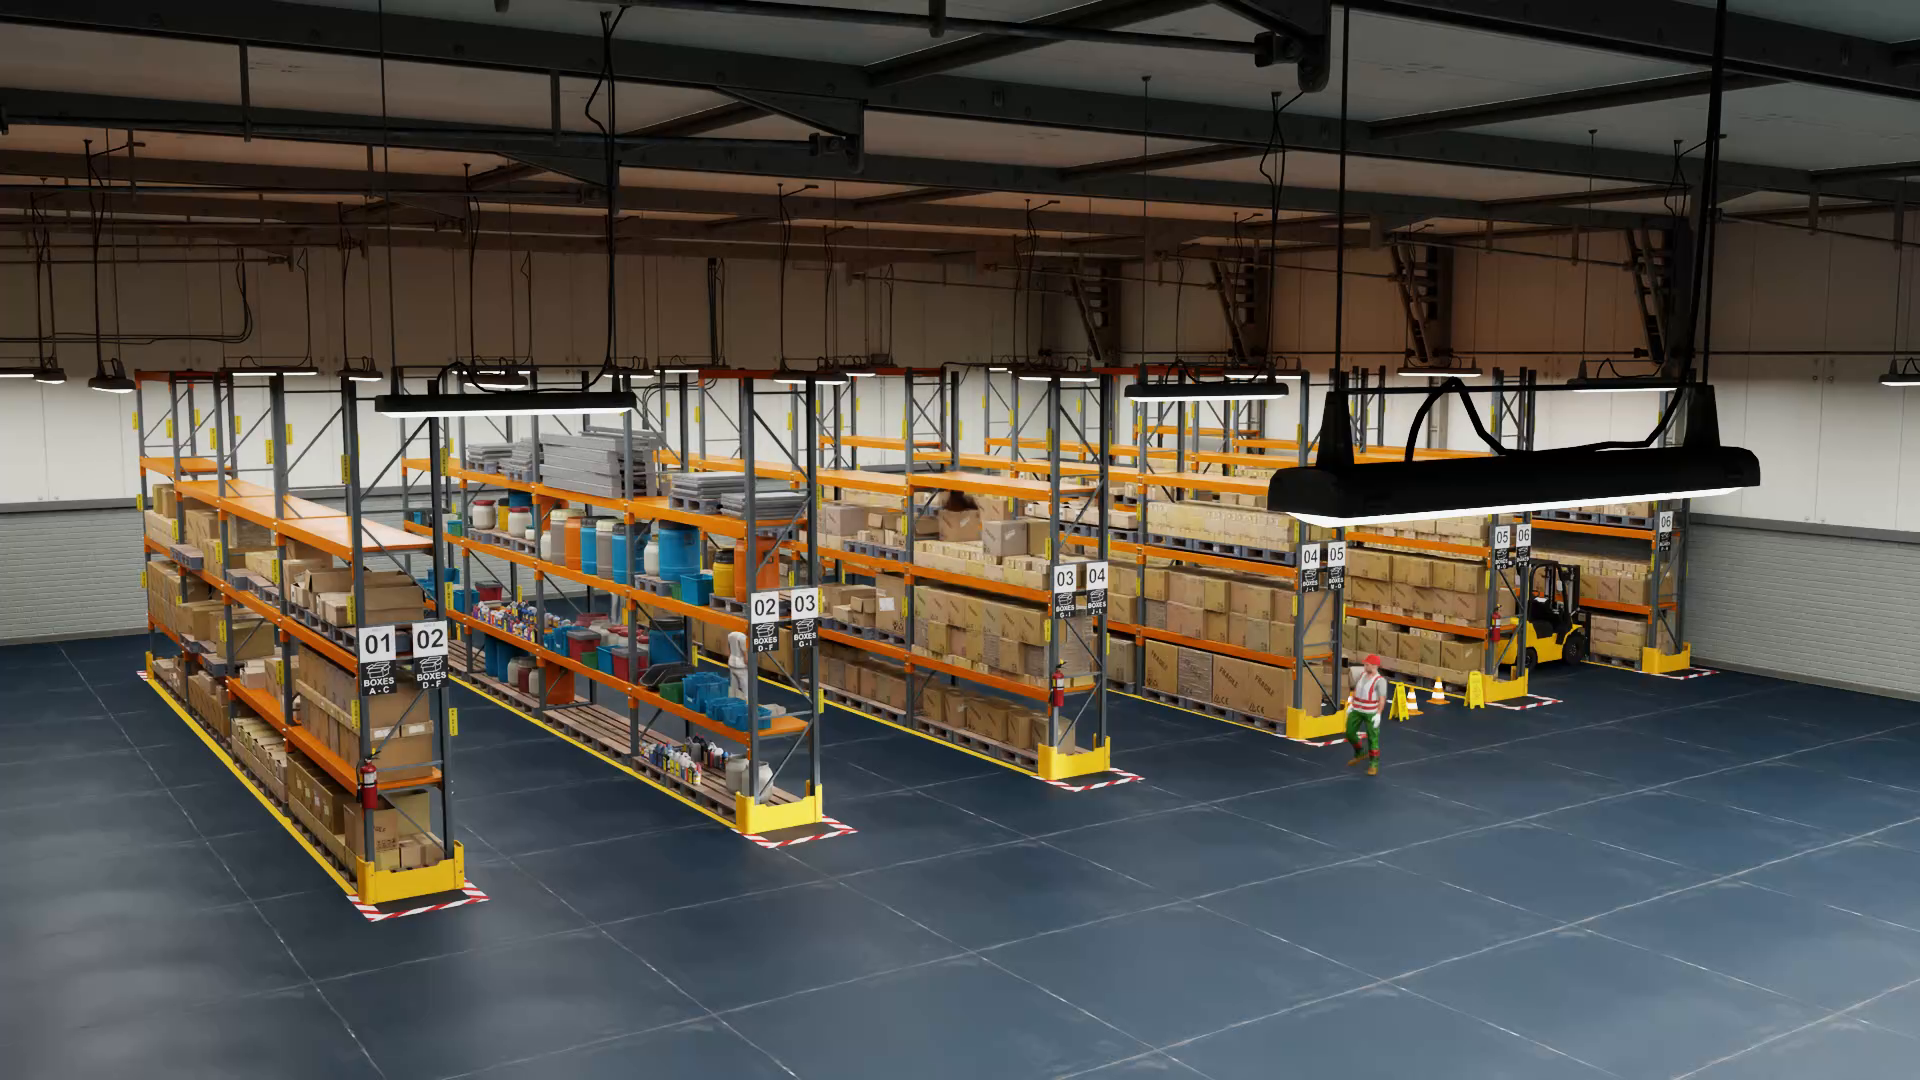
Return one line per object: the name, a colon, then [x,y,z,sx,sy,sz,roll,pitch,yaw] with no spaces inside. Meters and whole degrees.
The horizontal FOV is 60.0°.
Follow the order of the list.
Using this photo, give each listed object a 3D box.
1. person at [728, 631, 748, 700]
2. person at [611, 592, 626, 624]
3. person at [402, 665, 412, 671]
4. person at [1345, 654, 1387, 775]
person: [-3.752,2.204,28.635,0.399,1.791,0.619,-5,8,-40]
person: [-7.974,1.146,38.816,0.509,1.712,0.535,-3,7,-26]
person: [-9.308,2.389,27.707,0.424,1.625,0.840,-5,8,-37]
person: [6.117,2.603,25.100,0.632,1.787,0.507,6,9,41]
